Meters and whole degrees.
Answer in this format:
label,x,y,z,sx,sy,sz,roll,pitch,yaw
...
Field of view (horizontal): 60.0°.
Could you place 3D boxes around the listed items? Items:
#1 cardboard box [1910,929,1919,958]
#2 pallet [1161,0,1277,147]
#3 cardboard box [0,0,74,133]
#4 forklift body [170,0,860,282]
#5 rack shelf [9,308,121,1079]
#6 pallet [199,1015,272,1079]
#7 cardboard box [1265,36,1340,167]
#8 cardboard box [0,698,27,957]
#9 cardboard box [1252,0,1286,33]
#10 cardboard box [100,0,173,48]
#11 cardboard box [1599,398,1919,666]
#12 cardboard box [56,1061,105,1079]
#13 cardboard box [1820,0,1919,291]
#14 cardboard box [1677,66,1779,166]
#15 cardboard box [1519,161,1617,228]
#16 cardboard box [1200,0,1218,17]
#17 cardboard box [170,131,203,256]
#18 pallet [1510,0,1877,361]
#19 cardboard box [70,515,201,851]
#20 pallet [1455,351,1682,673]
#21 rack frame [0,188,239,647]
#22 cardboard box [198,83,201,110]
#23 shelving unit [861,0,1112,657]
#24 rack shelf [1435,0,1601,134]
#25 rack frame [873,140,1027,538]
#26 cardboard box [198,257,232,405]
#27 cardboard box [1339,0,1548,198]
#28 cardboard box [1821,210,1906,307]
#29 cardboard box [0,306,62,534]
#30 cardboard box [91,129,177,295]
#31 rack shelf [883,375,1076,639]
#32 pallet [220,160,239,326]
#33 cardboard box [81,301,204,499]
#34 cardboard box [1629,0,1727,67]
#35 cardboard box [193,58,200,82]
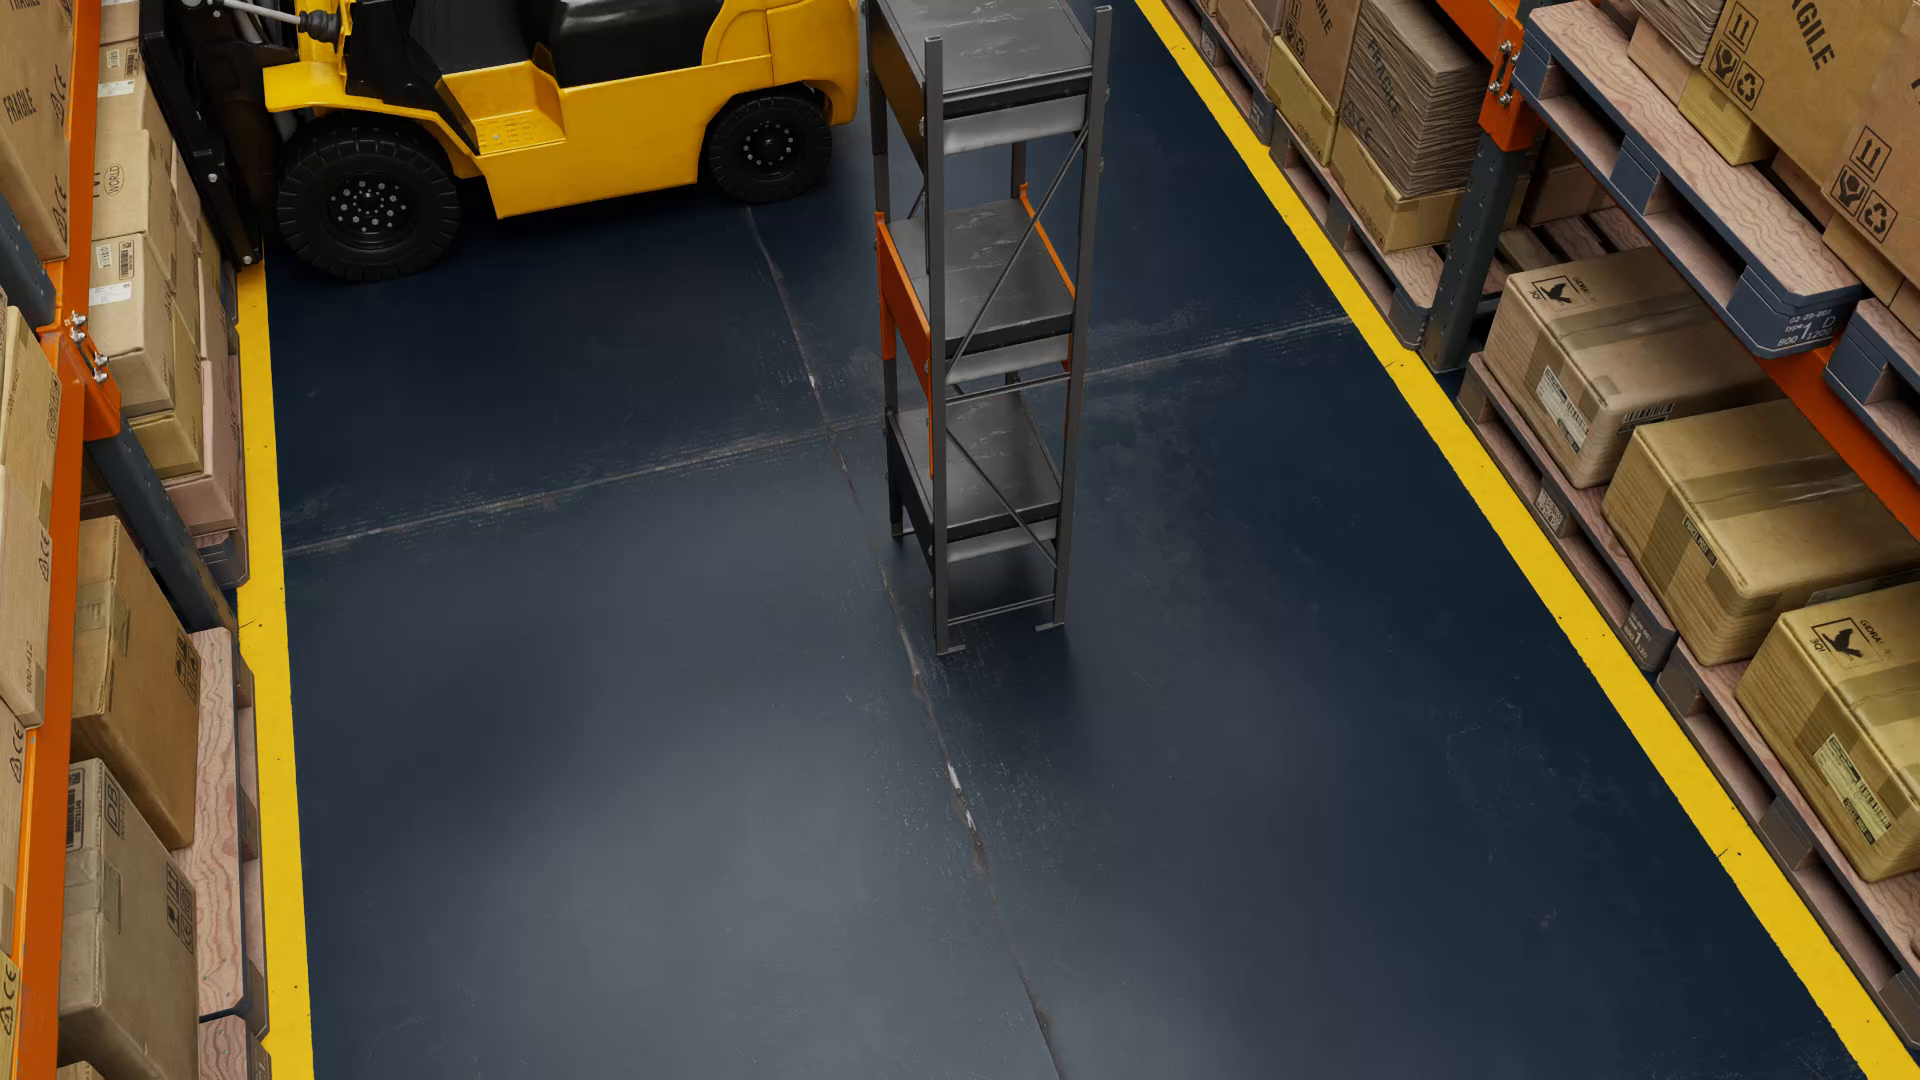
label,x,y,z,sx,sy,sz,roll,pitch,yaw
cardboard box,2.891,0.994,3.894,0.950,0.372,0.625,-14,51,-12
pallet,1.495,-2.164,6.936,1.003,0.211,1.213,-13,51,-11
cardboard box,-2.700,-1.354,4.365,0.500,0.500,0.500,-13,51,-10
forklift body,-1.528,-2.238,5.730,2.313,2.155,1.214,-13,51,-11
rack shelf,-2.057,1.130,2.806,1.077,0.370,4.000,-13,51,-11
pallet,-2.029,1.758,3.630,1.003,0.211,1.213,-13,51,-11
cardboard box,1.493,-1.694,6.240,0.500,0.250,0.500,-15,51,-12
cardboard box,-1.978,0.530,2.939,0.500,0.250,0.500,-13,51,-11
cardboard box,1.356,-2.293,6.255,0.500,0.500,0.500,-11,51,-9
cardboard box,-2.940,-1.680,5.574,0.500,0.250,0.500,-14,51,-12
cardboard box,2.465,-0.069,4.790,0.950,0.372,0.625,-10,51,-9
cardboard box,-2.037,1.563,3.249,0.875,0.625,0.625,-15,52,-12
cardboard box,2.238,-0.814,3.439,0.500,0.500,0.500,-14,51,-11
cardboard box,2.019,-1.082,4.090,0.380,0.149,0.250,-12,51,-10
cardboard box,2.175,-1.428,6.016,0.500,0.250,0.500,-15,52,-13
cardboard box,1.200,-2.436,6.866,0.500,0.250,0.500,-10,51,-9
cardboard box,-2.785,-1.133,5.440,0.500,0.250,0.500,-14,51,-11
pallet,2.179,-1.035,4.286,1.003,0.211,1.213,-13,51,-11
cardboard box,-2.484,0.446,4.190,0.875,0.625,0.625,-11,51,-9
pallet,2.323,-0.220,5.298,1.003,0.211,1.213,-13,51,-11
rack frame,-2.649,-0.562,3.762,1.000,3.000,0.127,-13,51,-11
cardboard box,-2.939,-1.354,5.953,0.500,0.250,0.500,-12,51,-10
shelving unit,0.049,-0.556,4.345,0.431,2.100,0.503,-13,51,-11
rack shelf,1.500,-2.916,6.217,1.077,0.370,4.000,-13,51,-11
rack frame,-0.023,-0.734,4.496,0.400,2.100,0.015,-13,51,-11
cardboard box,-2.640,-0.607,5.324,0.500,0.250,0.500,-14,51,-12
cardboard box,1.660,-1.550,5.628,0.500,0.500,0.500,-14,51,-11
cardboard box,2.212,-0.695,3.764,0.380,0.149,0.250,-13,51,-10
cardboard box,-2.250,-0.205,3.559,0.500,0.250,0.500,-12,51,-10
cardboard box,-2.634,-0.934,4.945,0.500,0.250,0.500,-13,51,-11
rack shelf,0.049,-0.096,4.891,0.431,0.518,0.480,-13,51,-11
pallet,-3.208,-1.147,6.078,1.003,0.211,1.213,-13,51,-11
cardboard box,-2.497,-0.396,4.818,0.500,0.250,0.500,-14,51,-11
cardboard box,1.957,-1.544,4.055,0.500,0.500,0.500,-12,51,-10
cardboard box,-3.078,-1.868,6.060,0.500,0.250,0.500,-14,51,-12
